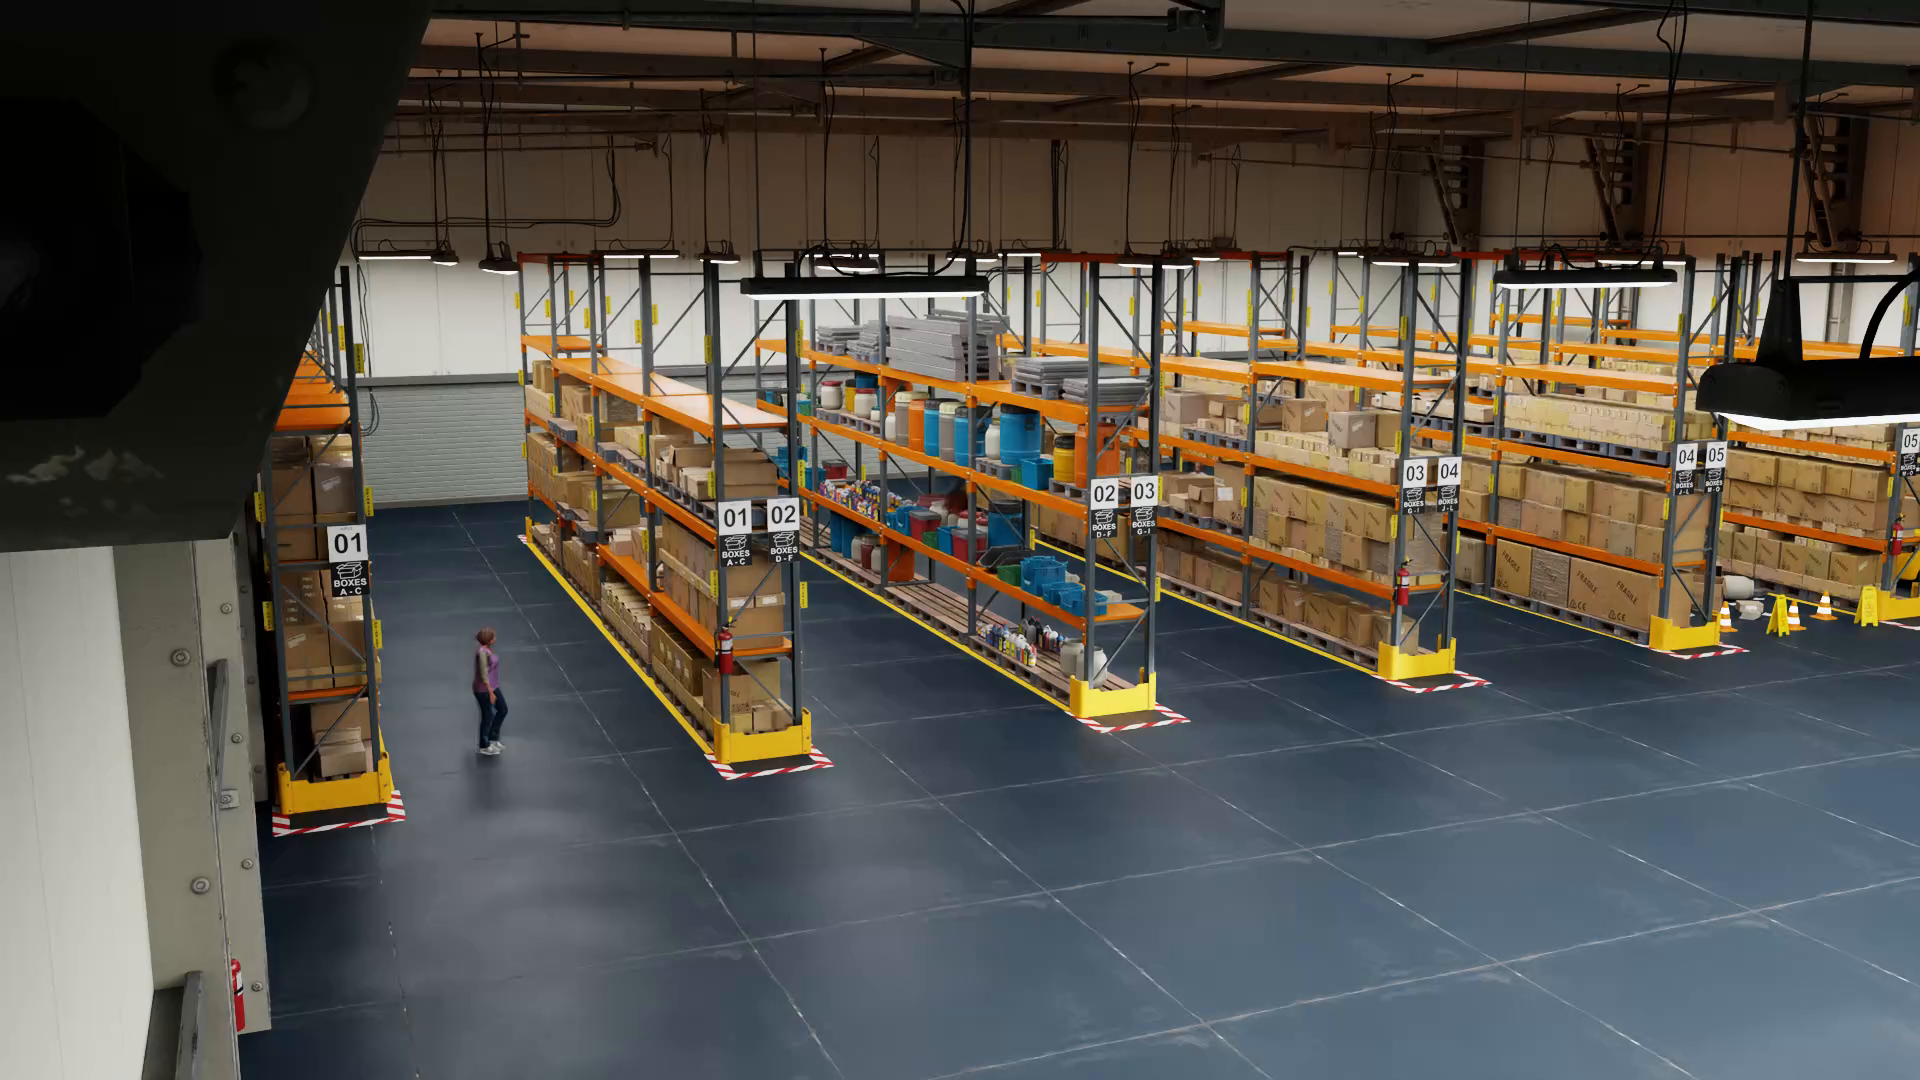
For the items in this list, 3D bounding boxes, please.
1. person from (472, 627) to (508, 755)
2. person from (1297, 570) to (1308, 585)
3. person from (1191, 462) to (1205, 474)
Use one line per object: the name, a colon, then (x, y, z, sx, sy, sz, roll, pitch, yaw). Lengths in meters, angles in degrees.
person: (-5.816, 1.867, 20.496, 0.386, 1.615, 0.486, 1, 10, 8)
person: (6.028, 0.171, 29.504, 0.449, 1.693, 0.499, 7, 12, 32)
person: (5.074, -0.917, 35.700, 0.490, 1.552, 0.847, -3, 11, -18)
